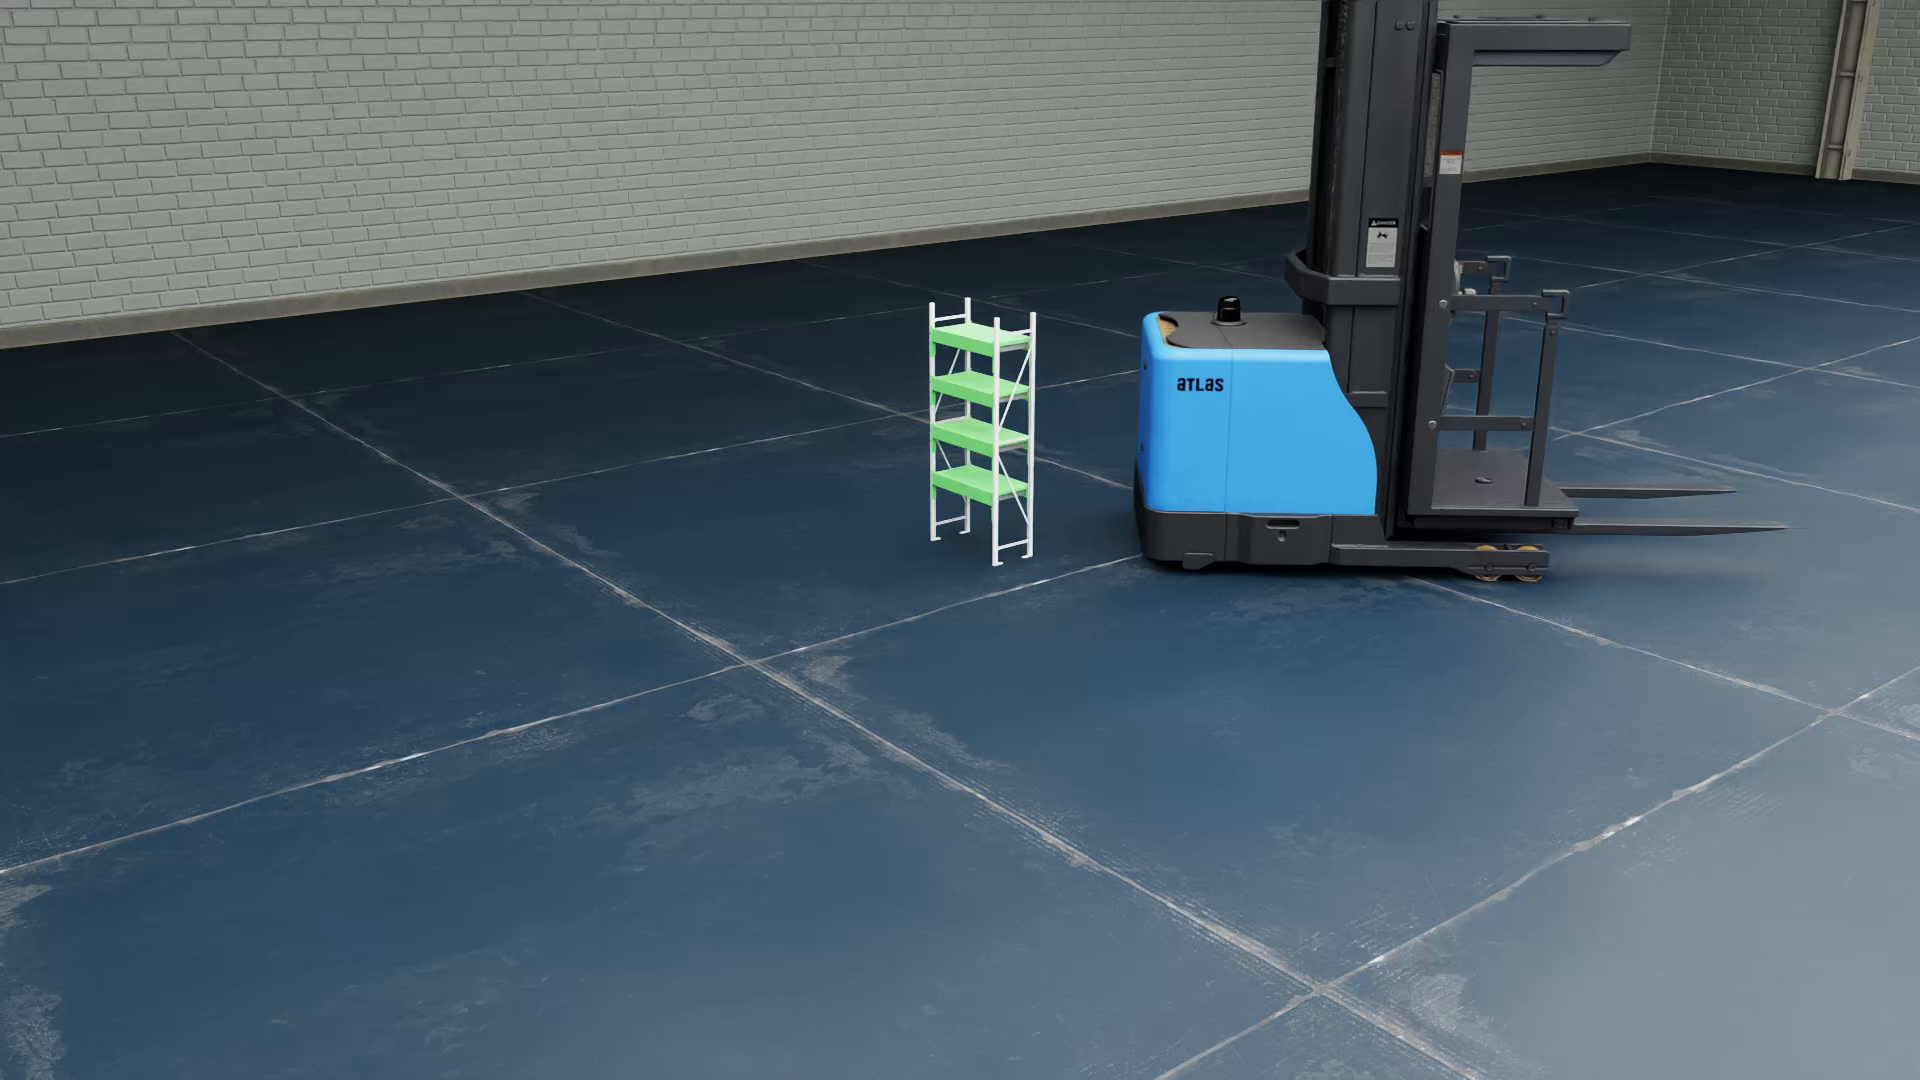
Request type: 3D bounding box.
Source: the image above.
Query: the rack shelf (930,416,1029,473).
[{"bbox_3d":[0.103,-0.468,8.071,0.258,0.148,0.480,-14,23,-36],"label":"rack shelf"}]

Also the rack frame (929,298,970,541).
[{"bbox_3d":[-0.049,-0.589,8.232,0.240,1.200,0.015,-14,23,-36],"label":"rack frame"}]

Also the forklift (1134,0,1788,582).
[{"bbox_3d":[2.404,-1.367,7.828,3.031,2.935,1.130,1,18,3],"label":"forklift"}]

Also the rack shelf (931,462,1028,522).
[{"bbox_3d":[0.103,-0.240,8.146,0.258,0.148,0.480,-14,23,-36],"label":"rack shelf"}]

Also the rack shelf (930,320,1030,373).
[{"bbox_3d":[0.103,-0.924,7.920,0.258,0.148,0.480,-14,23,-36],"label":"rack shelf"}]

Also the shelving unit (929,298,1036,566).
[{"bbox_3d":[0.103,-0.529,8.051,0.258,1.200,0.503,-14,23,-36],"label":"shelving unit"}]

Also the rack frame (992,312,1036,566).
[{"bbox_3d":[0.254,-0.469,7.869,0.240,1.200,0.015,-14,23,-36],"label":"rack frame"}]

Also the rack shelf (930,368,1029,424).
[{"bbox_3d":[0.103,-0.696,7.995,0.258,0.148,0.480,-14,23,-36],"label":"rack shelf"}]

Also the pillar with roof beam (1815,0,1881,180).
[{"bbox_3d":[9.423,-8.733,20.420,9.100,9.000,0.400,-14,23,-36],"label":"pillar with roof beam"}]
